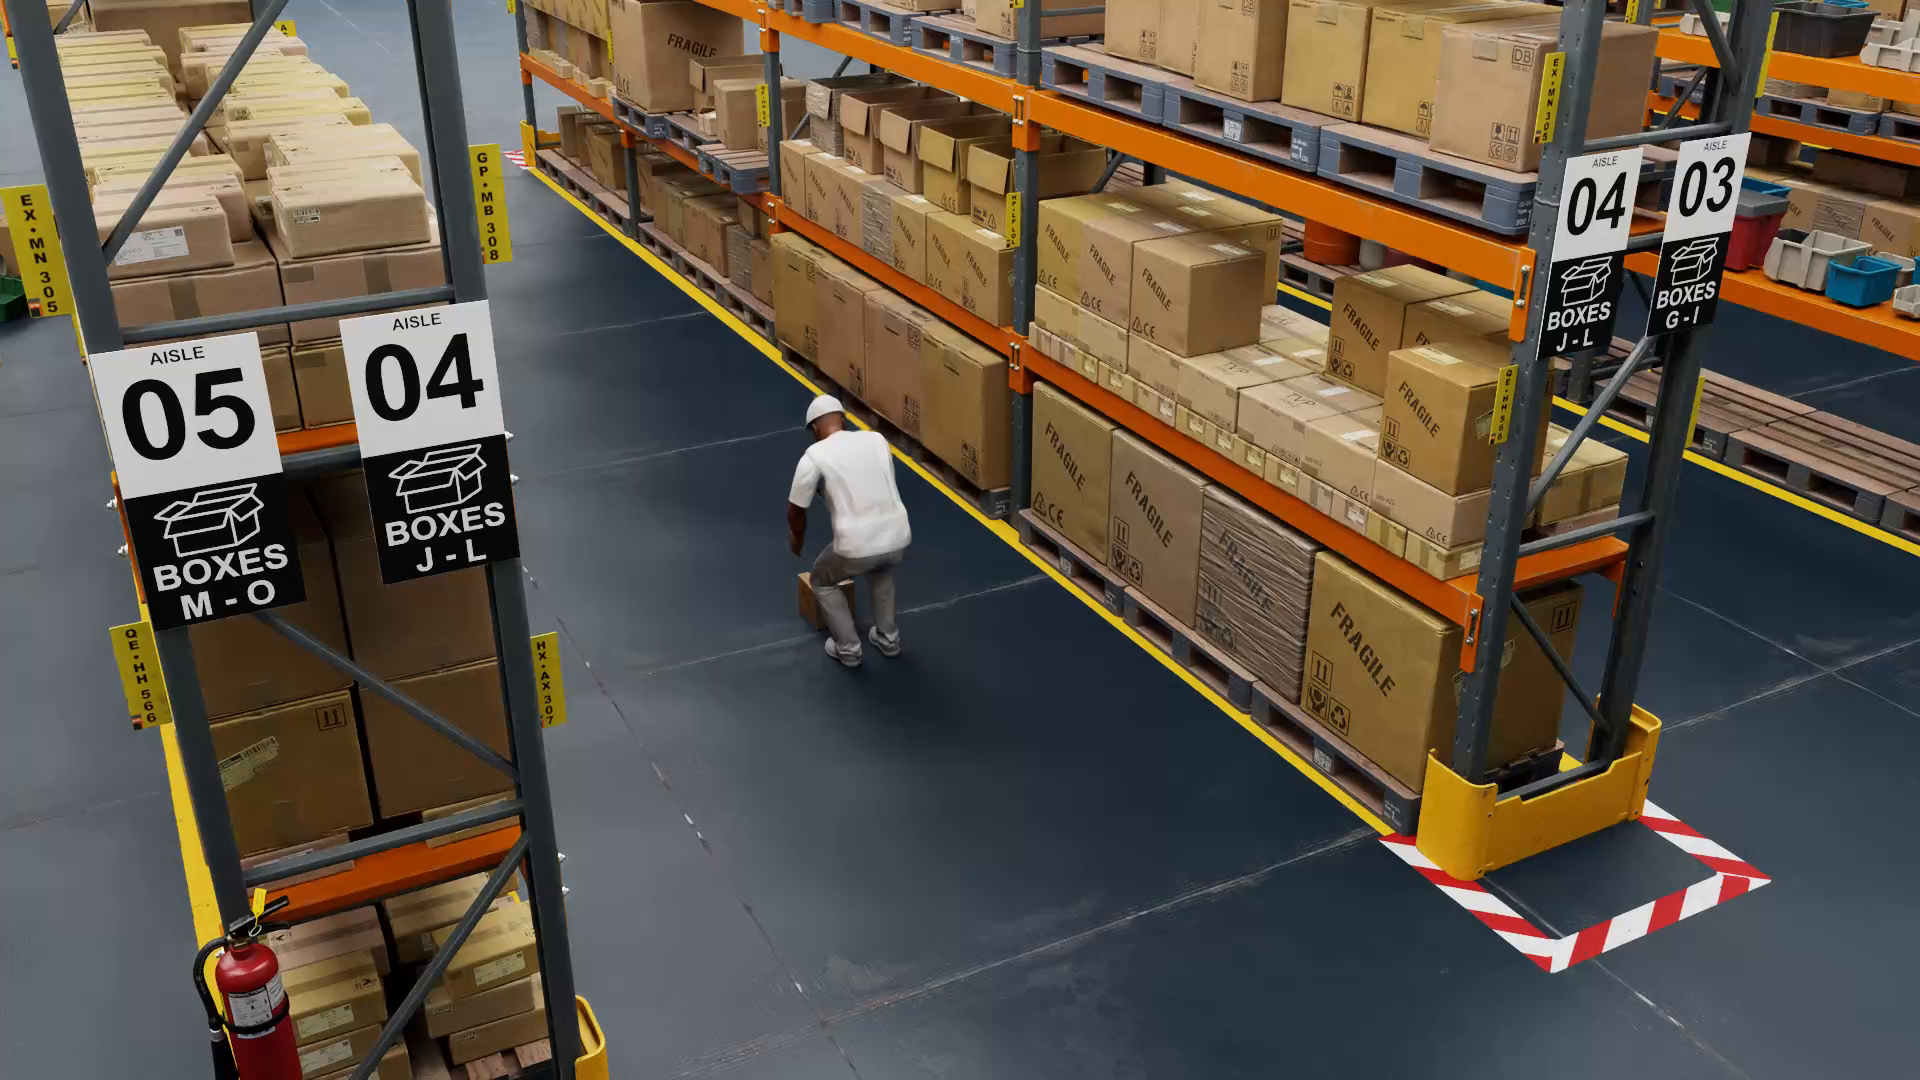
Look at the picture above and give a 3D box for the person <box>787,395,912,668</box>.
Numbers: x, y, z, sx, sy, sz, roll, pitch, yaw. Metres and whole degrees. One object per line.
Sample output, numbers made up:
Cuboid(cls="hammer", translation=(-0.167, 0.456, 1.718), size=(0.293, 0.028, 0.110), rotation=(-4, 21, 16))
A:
Cuboid(cls="person", translation=(-0.605, -0.034, 9.049), size=(0.631, 1.428, 0.747), rotation=(-13, 28, -25))
